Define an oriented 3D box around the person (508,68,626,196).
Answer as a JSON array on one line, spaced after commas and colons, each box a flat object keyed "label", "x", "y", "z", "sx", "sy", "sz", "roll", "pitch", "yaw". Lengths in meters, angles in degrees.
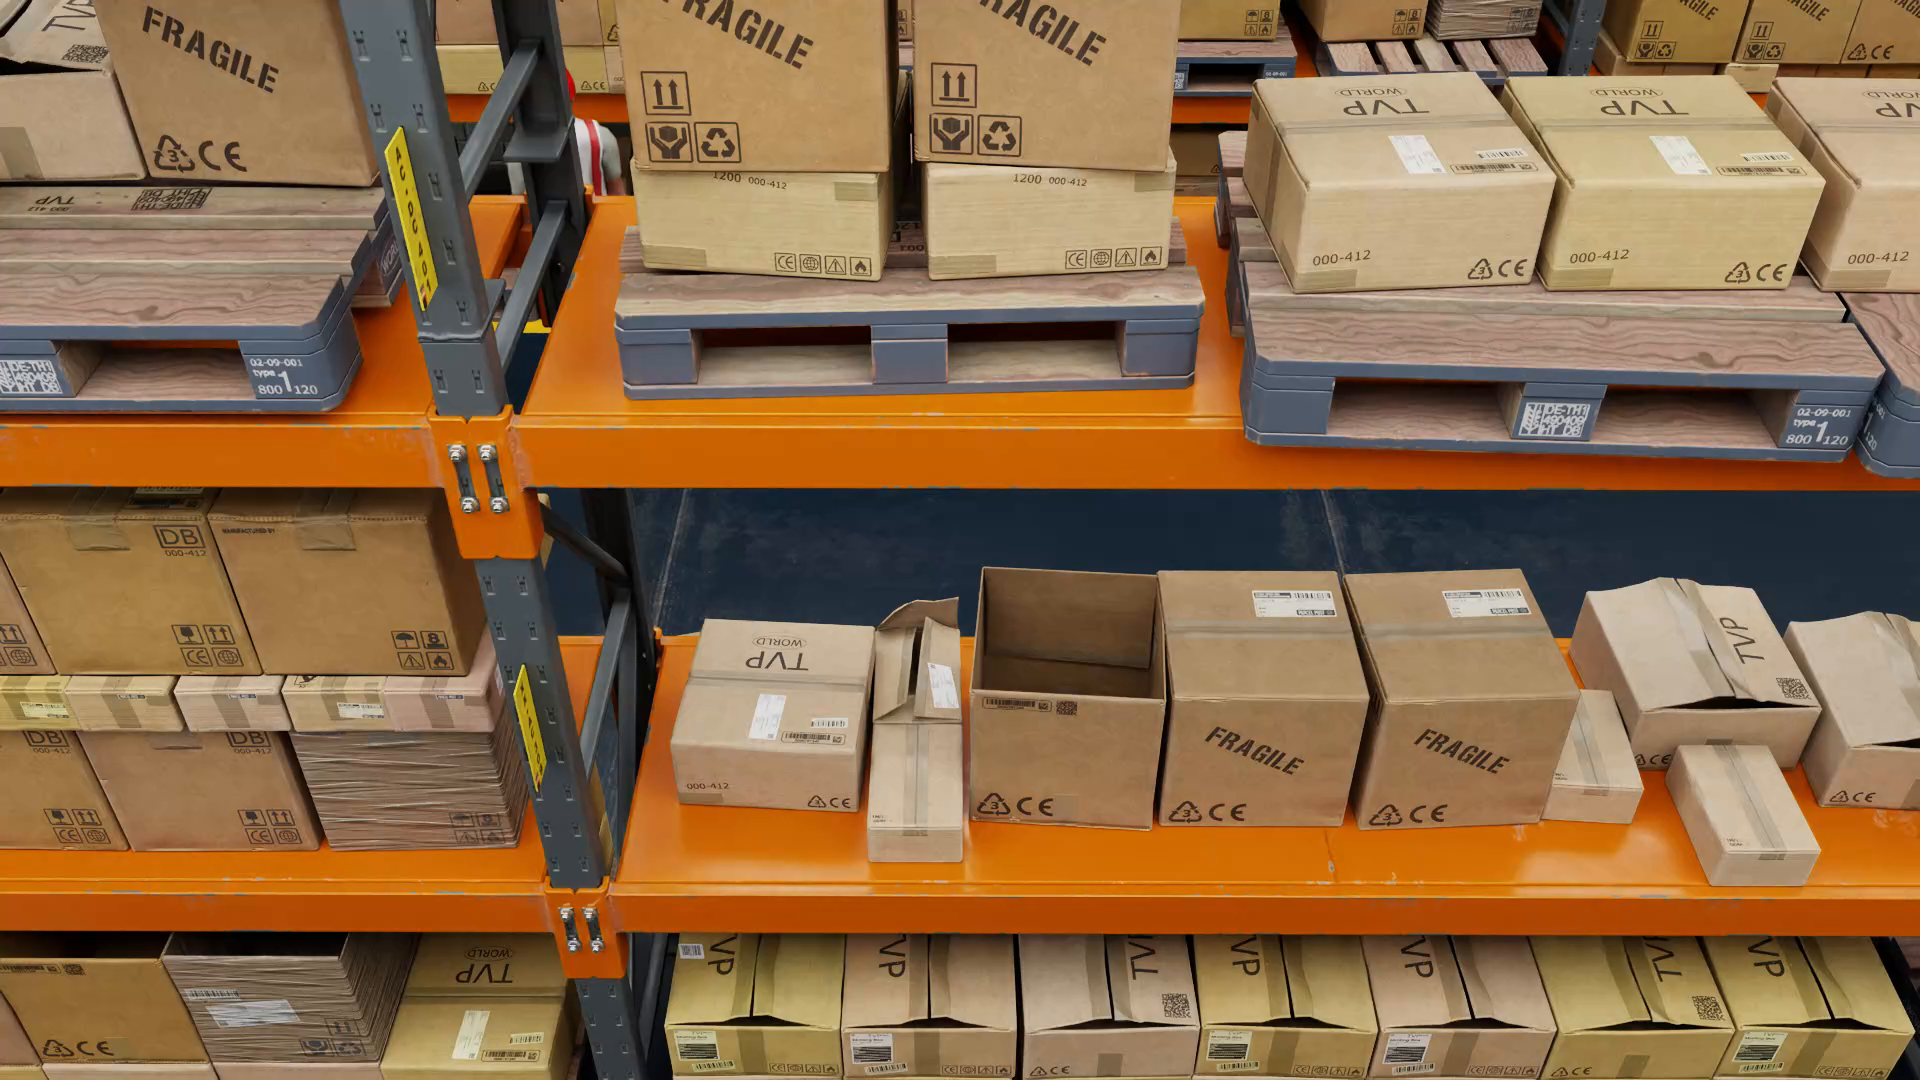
[{"label": "person", "x": -1.822, "y": -1.423, "z": 7.873, "sx": 0.548, "sy": 1.794, "sz": 0.359, "roll": -17, "pitch": 42, "yaw": -20}]
